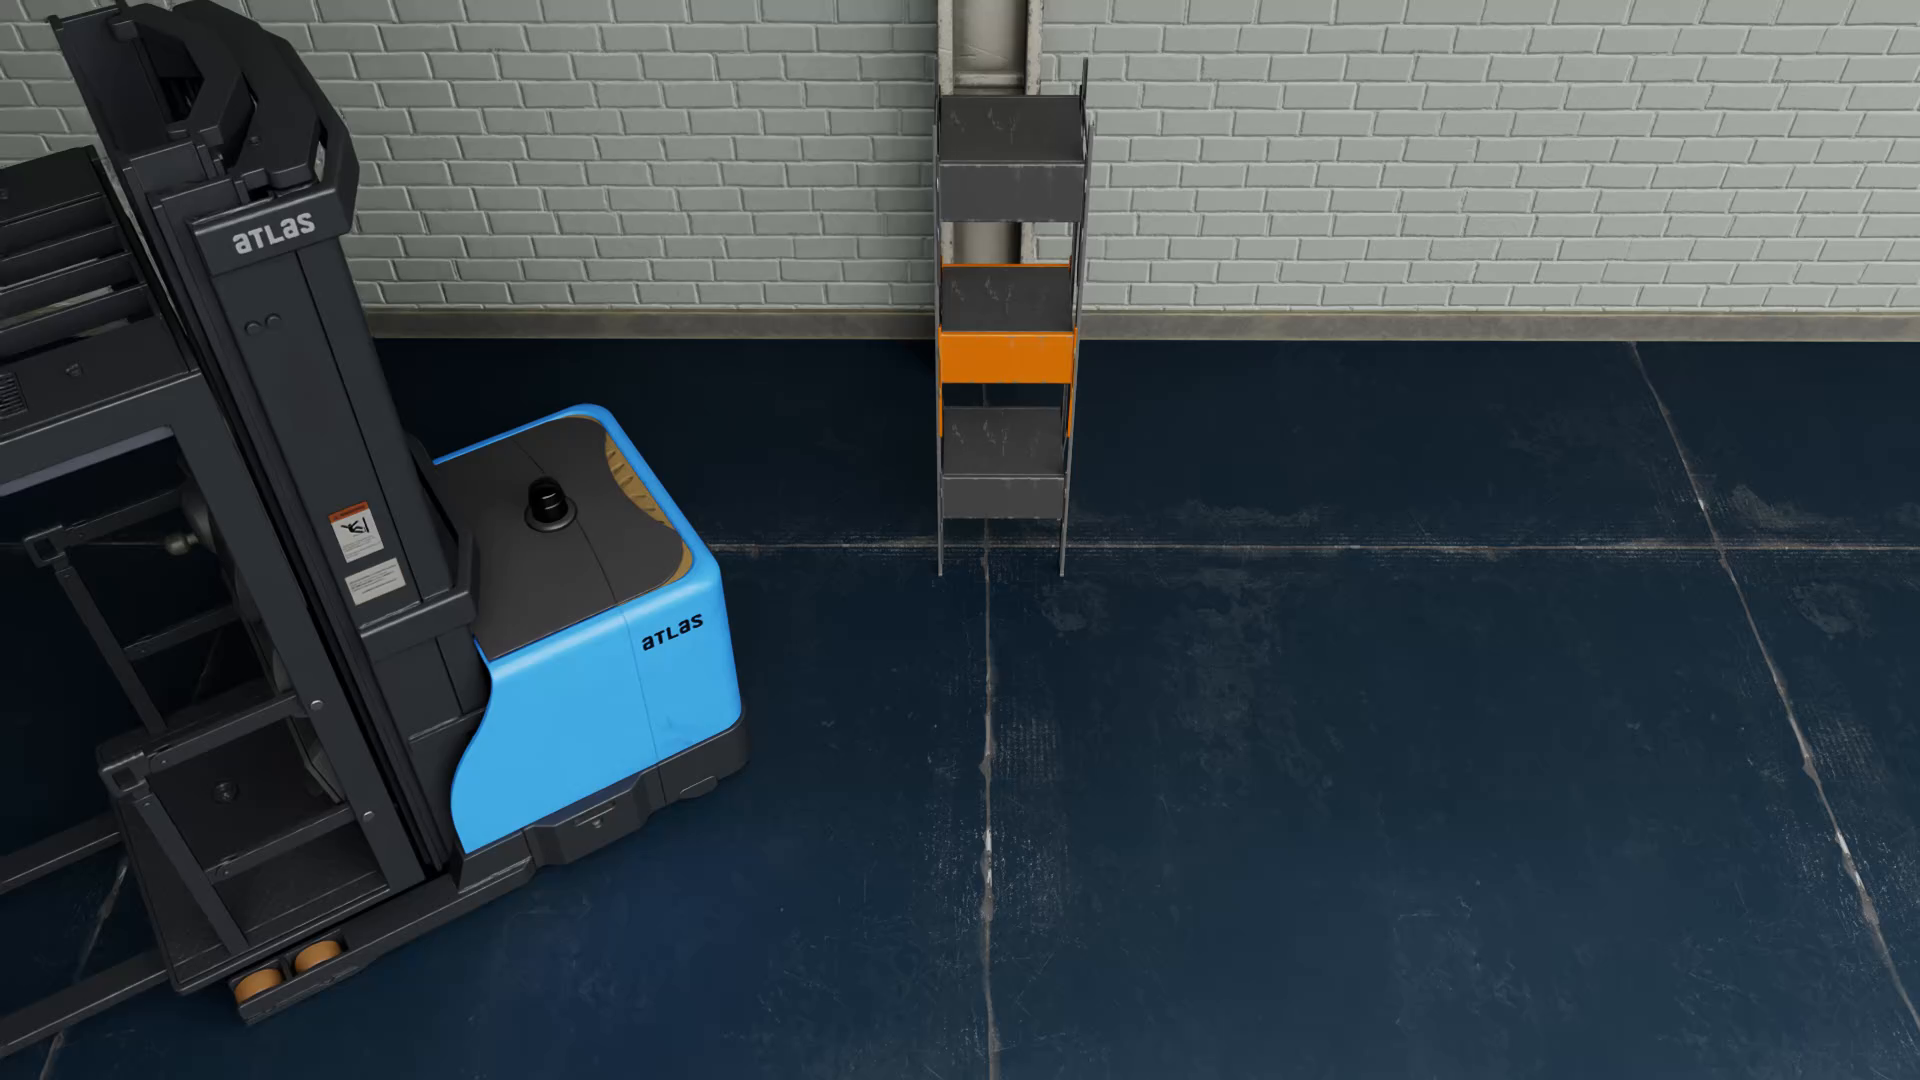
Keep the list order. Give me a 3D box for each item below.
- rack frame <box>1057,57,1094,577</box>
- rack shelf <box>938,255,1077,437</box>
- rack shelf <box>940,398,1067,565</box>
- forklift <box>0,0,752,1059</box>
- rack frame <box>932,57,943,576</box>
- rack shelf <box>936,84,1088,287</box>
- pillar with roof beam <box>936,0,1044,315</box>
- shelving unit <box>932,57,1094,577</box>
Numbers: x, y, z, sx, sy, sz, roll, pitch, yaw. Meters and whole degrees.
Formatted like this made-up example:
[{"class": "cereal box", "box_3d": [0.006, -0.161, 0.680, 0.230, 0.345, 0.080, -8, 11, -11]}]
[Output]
[{"class": "rack frame", "box_3d": [0.410, -0.714, 6.061, 0.015, 2.100, 0.400, 0, 47, 0]}, {"class": "rack shelf", "box_3d": [0.166, -0.706, 6.072, 0.480, 0.518, 0.431, 0, 47, 0]}, {"class": "rack shelf", "box_3d": [0.166, -0.229, 6.584, 0.480, 0.518, 0.431, 0, 47, 0]}, {"class": "forklift", "box_3d": [-2.275, 0.103, 4.733, 3.031, 2.935, 1.130, -25, 52, -21]}, {"class": "rack frame", "box_3d": [-0.078, -0.716, 6.062, 0.015, 2.100, 0.400, 0, 47, 0]}, {"class": "rack shelf", "box_3d": [0.166, -1.183, 5.559, 0.480, 0.518, 0.431, 0, 47, 0]}, {"class": "pillar with roof beam", "box_3d": [0.096, -0.757, 1.388, 0.400, 9.000, 9.100, 0, 47, 0]}, {"class": "shelving unit", "box_3d": [0.166, -0.715, 6.062, 0.503, 2.100, 0.431, 0, 47, 0]}]
